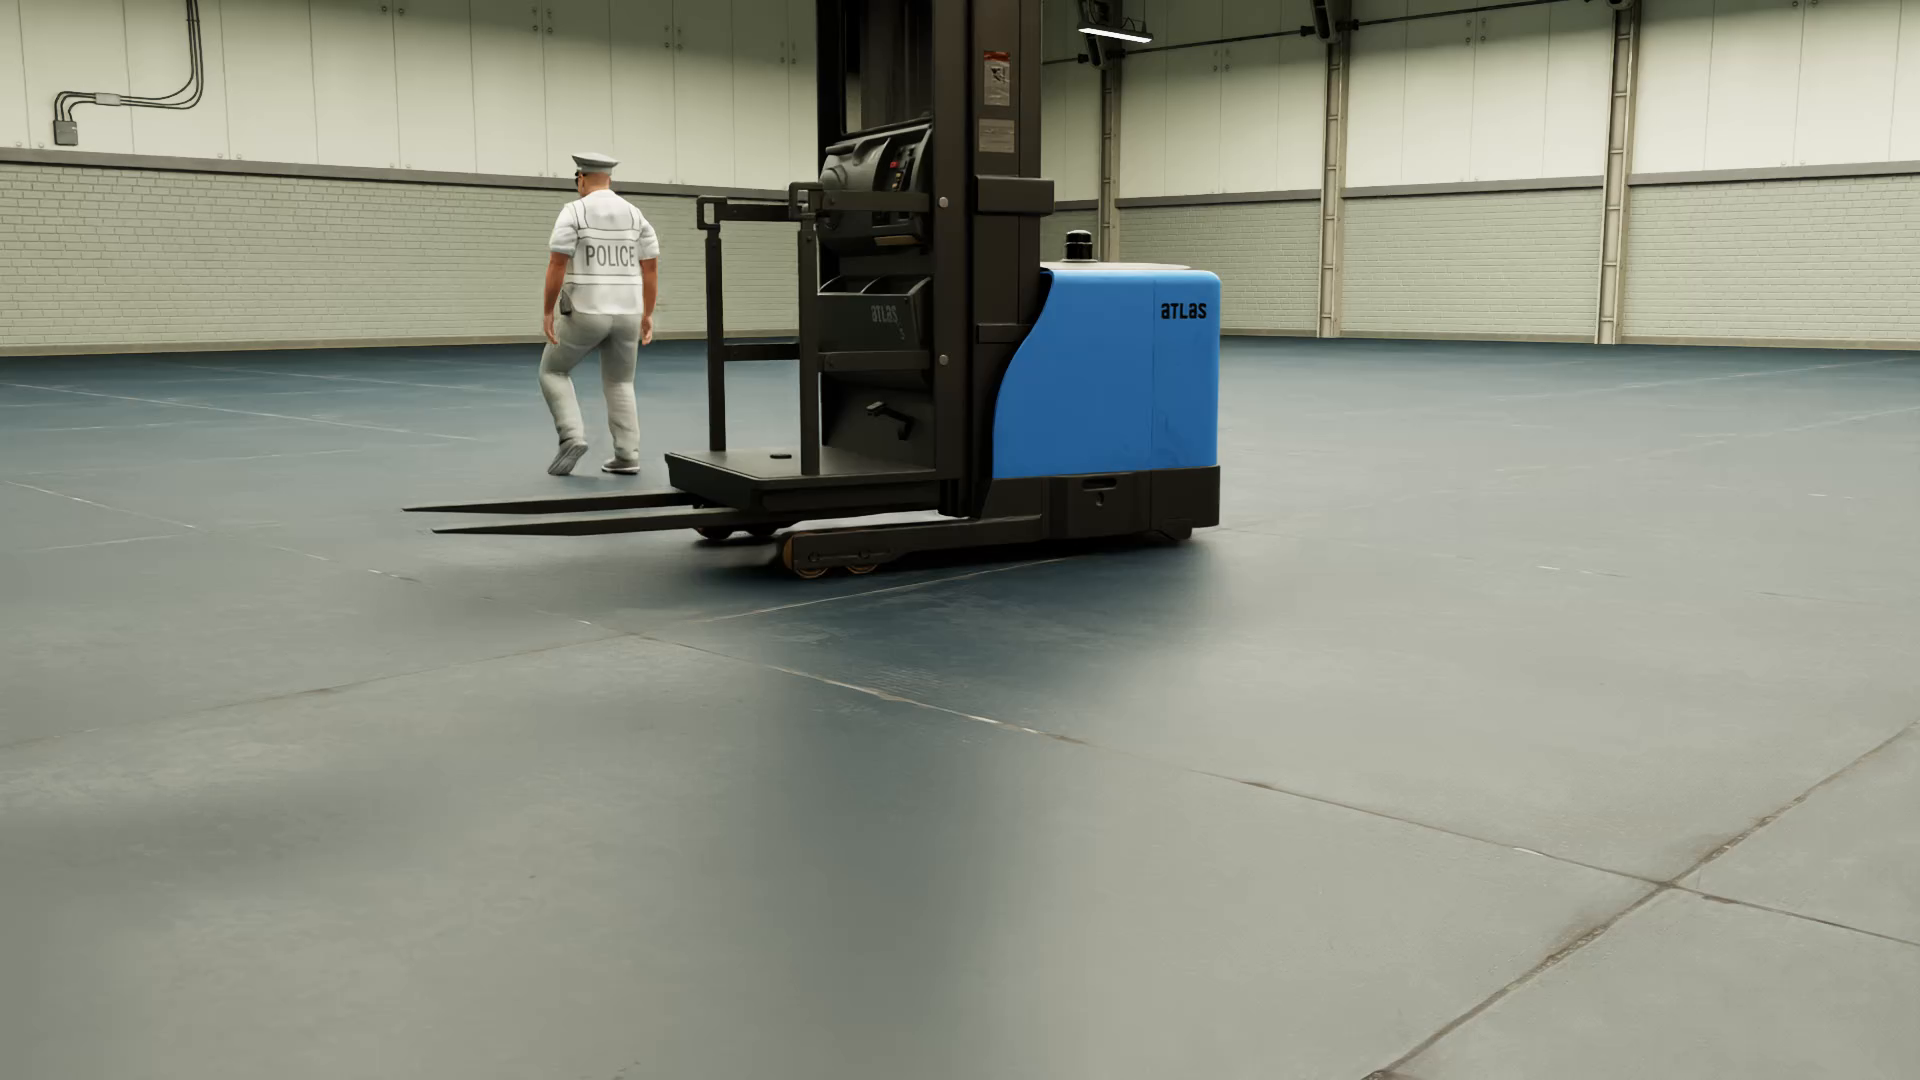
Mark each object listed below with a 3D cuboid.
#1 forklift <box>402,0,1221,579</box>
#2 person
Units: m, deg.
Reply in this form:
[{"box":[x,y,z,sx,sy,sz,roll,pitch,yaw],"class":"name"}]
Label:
[{"box":[-0.512,-1.404,6.196,3.031,2.935,1.130,-4,10,-27],"class":"forklift"},{"box":[-1.994,-1.216,9.091,0.650,1.771,0.496,-7,11,-37],"class":"person"}]
